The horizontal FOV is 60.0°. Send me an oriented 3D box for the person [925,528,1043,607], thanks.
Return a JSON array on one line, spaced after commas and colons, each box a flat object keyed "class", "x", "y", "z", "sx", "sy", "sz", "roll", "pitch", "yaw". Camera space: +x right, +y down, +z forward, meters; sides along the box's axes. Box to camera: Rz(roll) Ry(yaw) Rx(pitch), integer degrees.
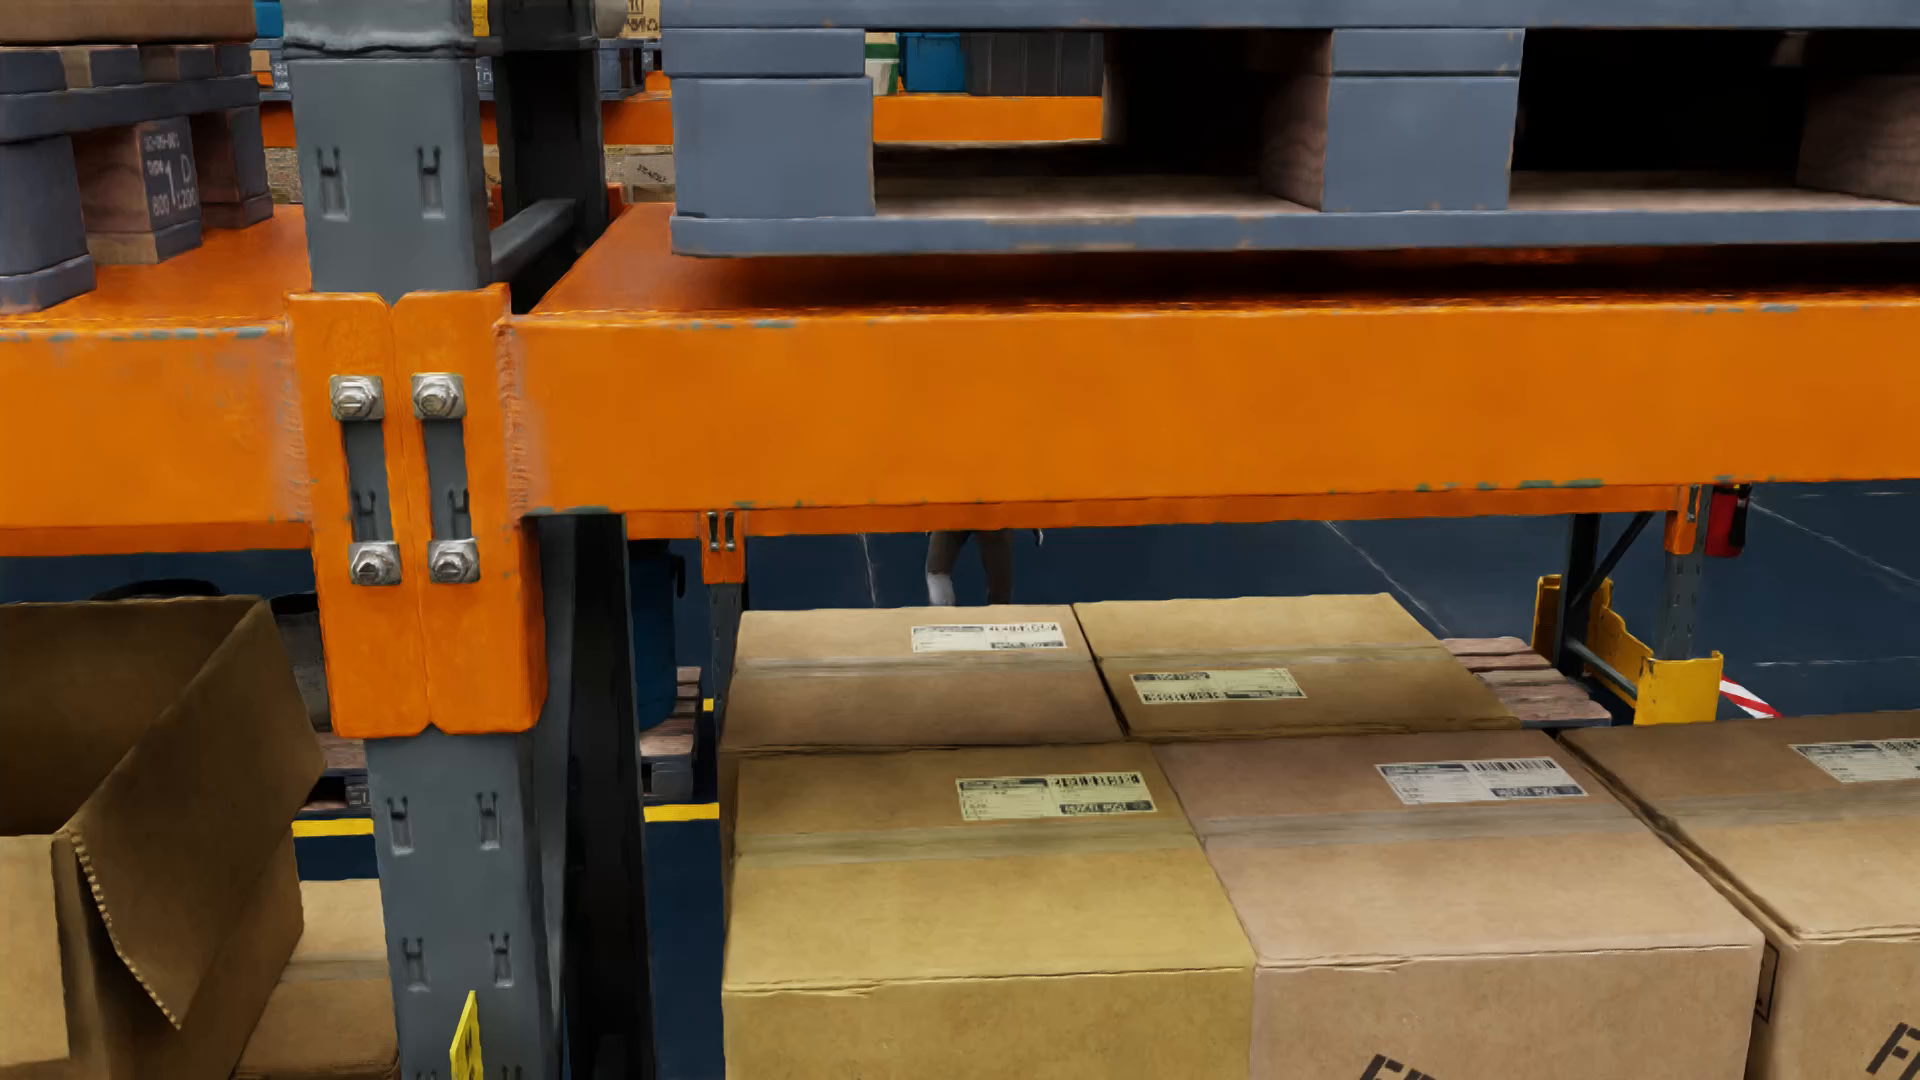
[{"class": "person", "x": 0.096, "y": -0.117, "z": 7.802, "sx": 0.588, "sy": 1.663, "sz": 0.559, "roll": 3, "pitch": 17, "yaw": 10}]
